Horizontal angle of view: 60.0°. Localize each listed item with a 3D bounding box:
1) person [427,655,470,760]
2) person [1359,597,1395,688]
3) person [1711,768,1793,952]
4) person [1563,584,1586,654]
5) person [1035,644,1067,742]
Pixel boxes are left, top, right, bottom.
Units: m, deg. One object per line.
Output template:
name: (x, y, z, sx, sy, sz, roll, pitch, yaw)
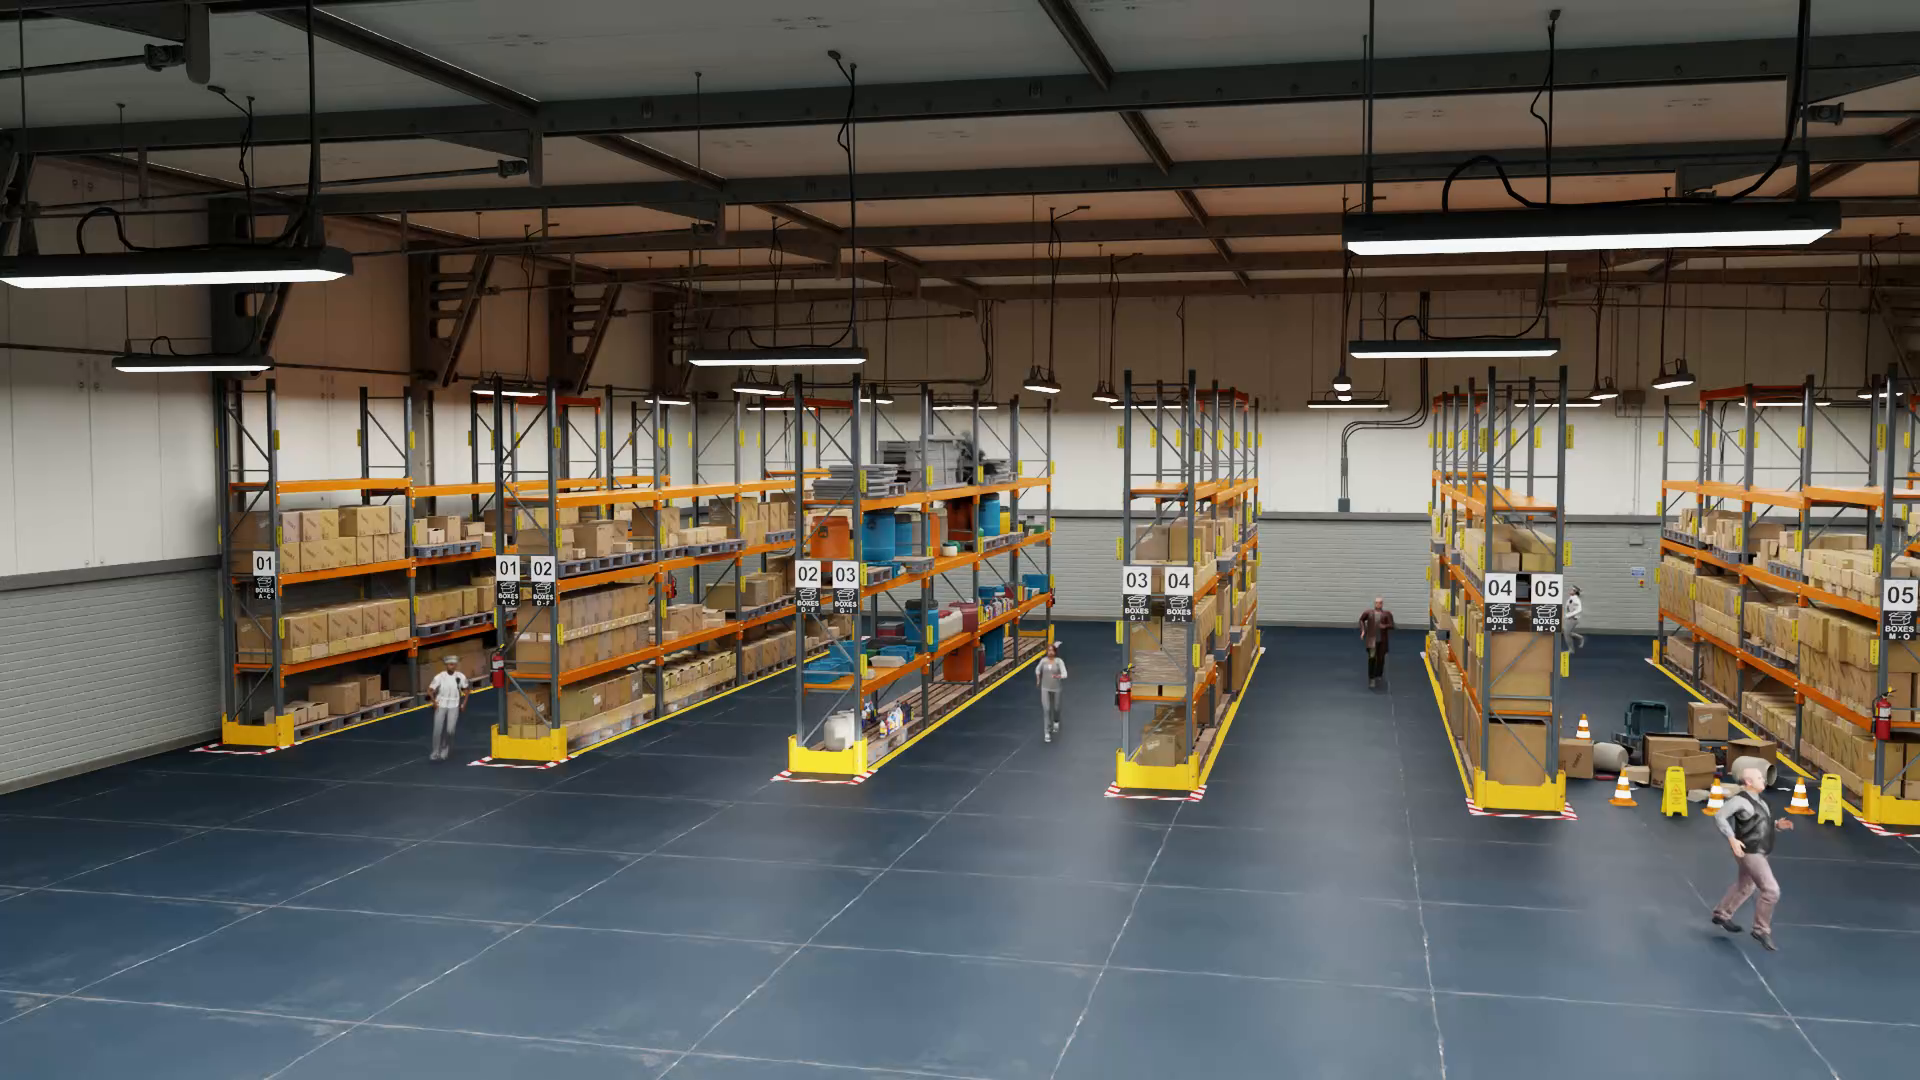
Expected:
person: (-7.990, 2.619, 26.009, 0.642, 1.642, 0.578, -1, 4, -16)
person: (8.493, 2.087, 33.861, 0.668, 1.842, 0.825, 0, 3, 8)
person: (7.862, 3.151, 16.529, 0.767, 1.782, 0.625, 3, 5, 42)
person: (14.371, 1.859, 38.844, 0.565, 1.655, 0.617, 0, 3, 6)
person: (1.521, 2.531, 27.779, 0.539, 1.557, 0.893, 0, 3, 5)
